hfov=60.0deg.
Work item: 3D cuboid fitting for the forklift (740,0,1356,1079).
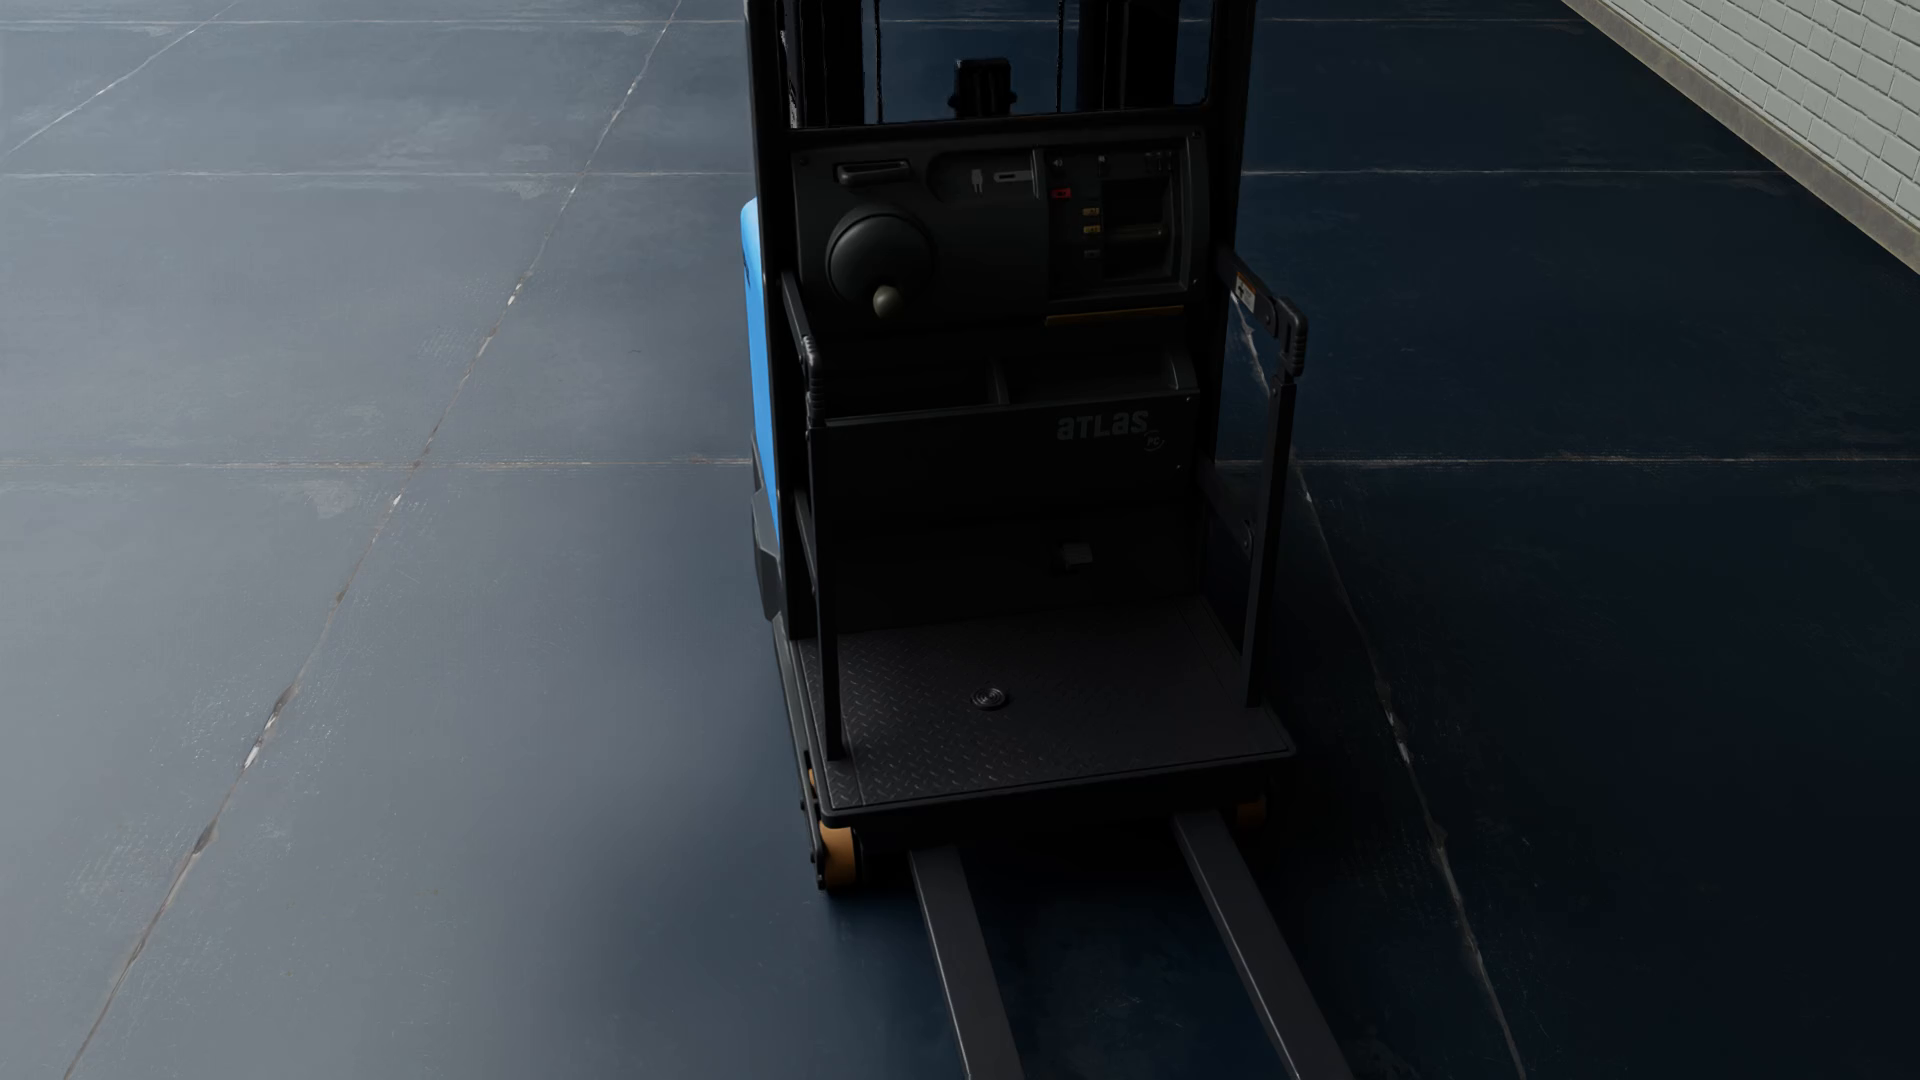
[{"bbox_3d":[0.144,-0.649,3.493,1.130,2.935,3.031,-6,32,-10],"label":"forklift"}]

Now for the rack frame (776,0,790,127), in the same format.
[{"bbox_3d":[-0.512,-0.913,5.309,0.032,1.500,0.500,-5,31,-8],"label":"rack frame"}]

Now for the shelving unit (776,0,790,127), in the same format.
[{"bbox_3d":[-0.010,-0.955,5.378,1.048,1.500,0.538,-5,31,-8],"label":"shelving unit"}]
